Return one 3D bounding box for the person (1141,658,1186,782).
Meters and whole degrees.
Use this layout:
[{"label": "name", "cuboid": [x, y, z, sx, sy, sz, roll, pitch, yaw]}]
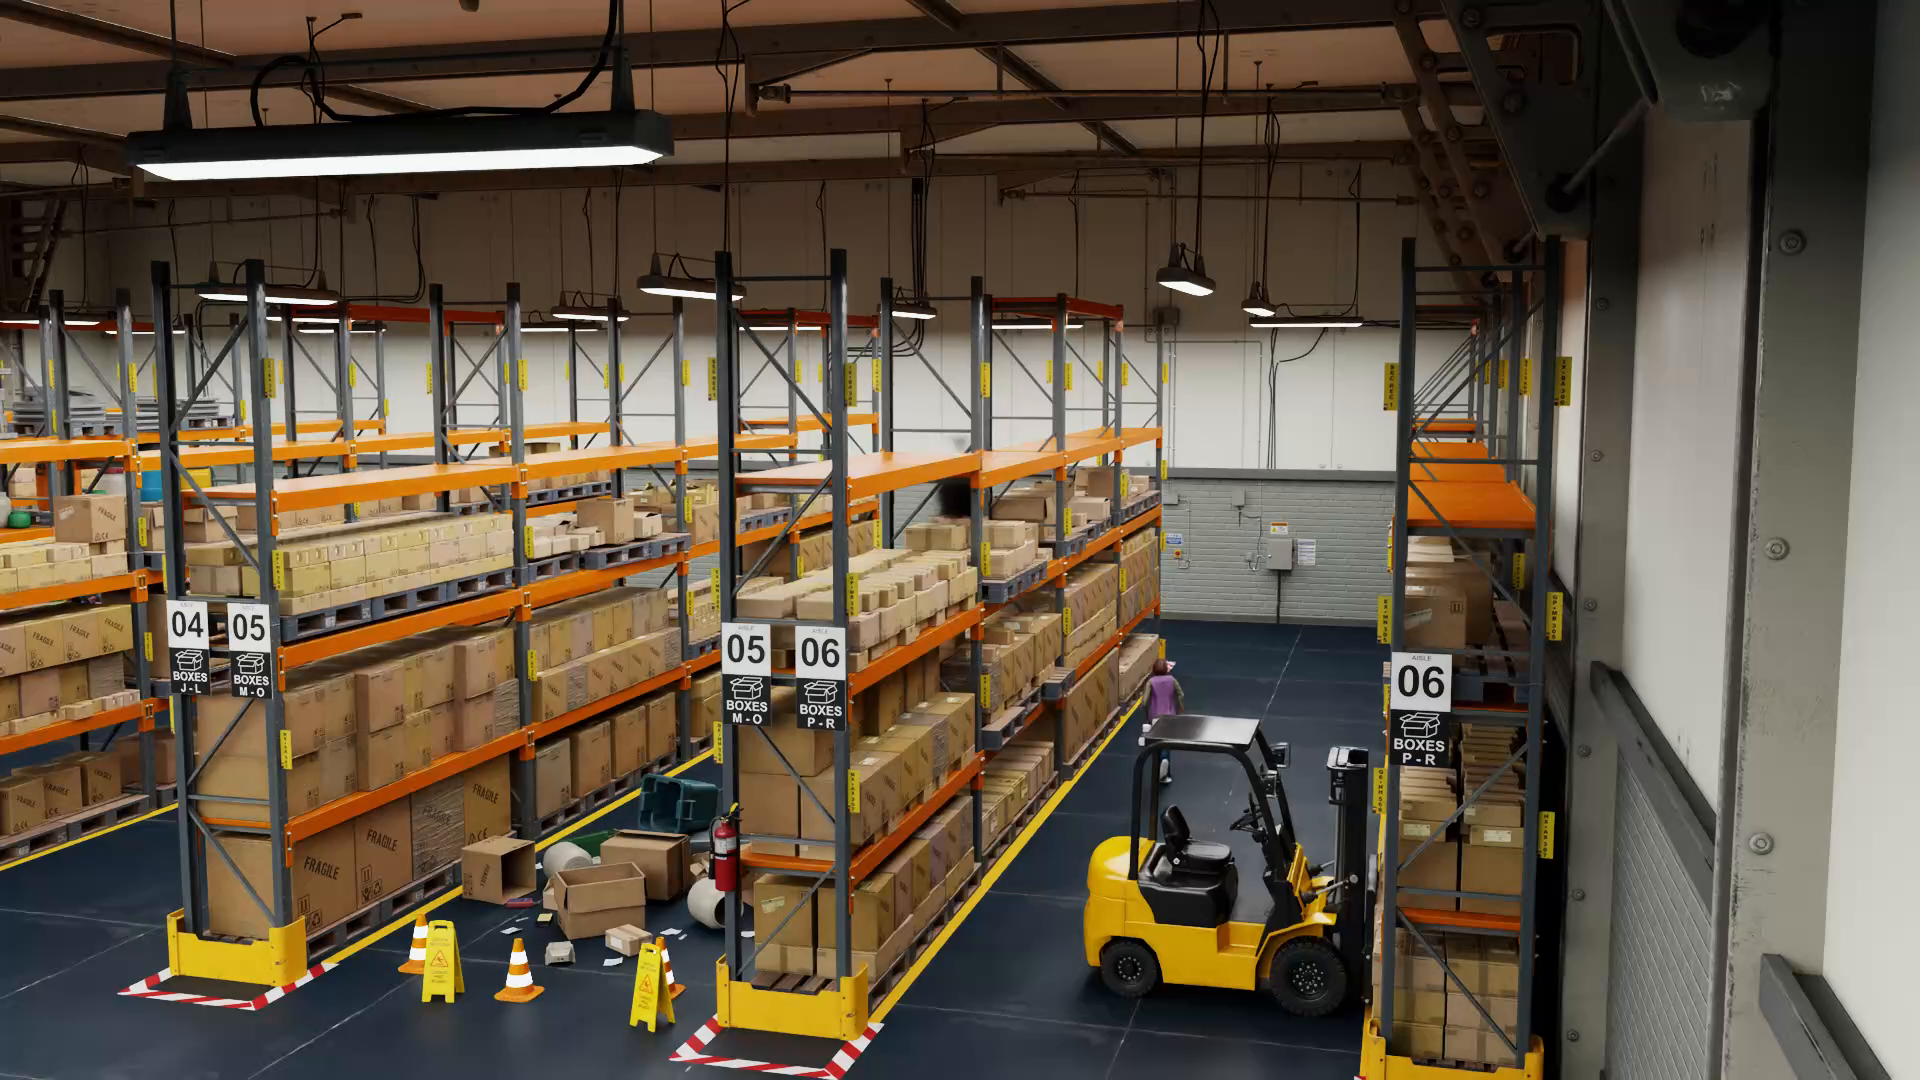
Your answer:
[{"label": "person", "cuboid": [2.509, 2.237, 20.520, 0.553, 1.545, 0.530, 0, 6, 1]}]
